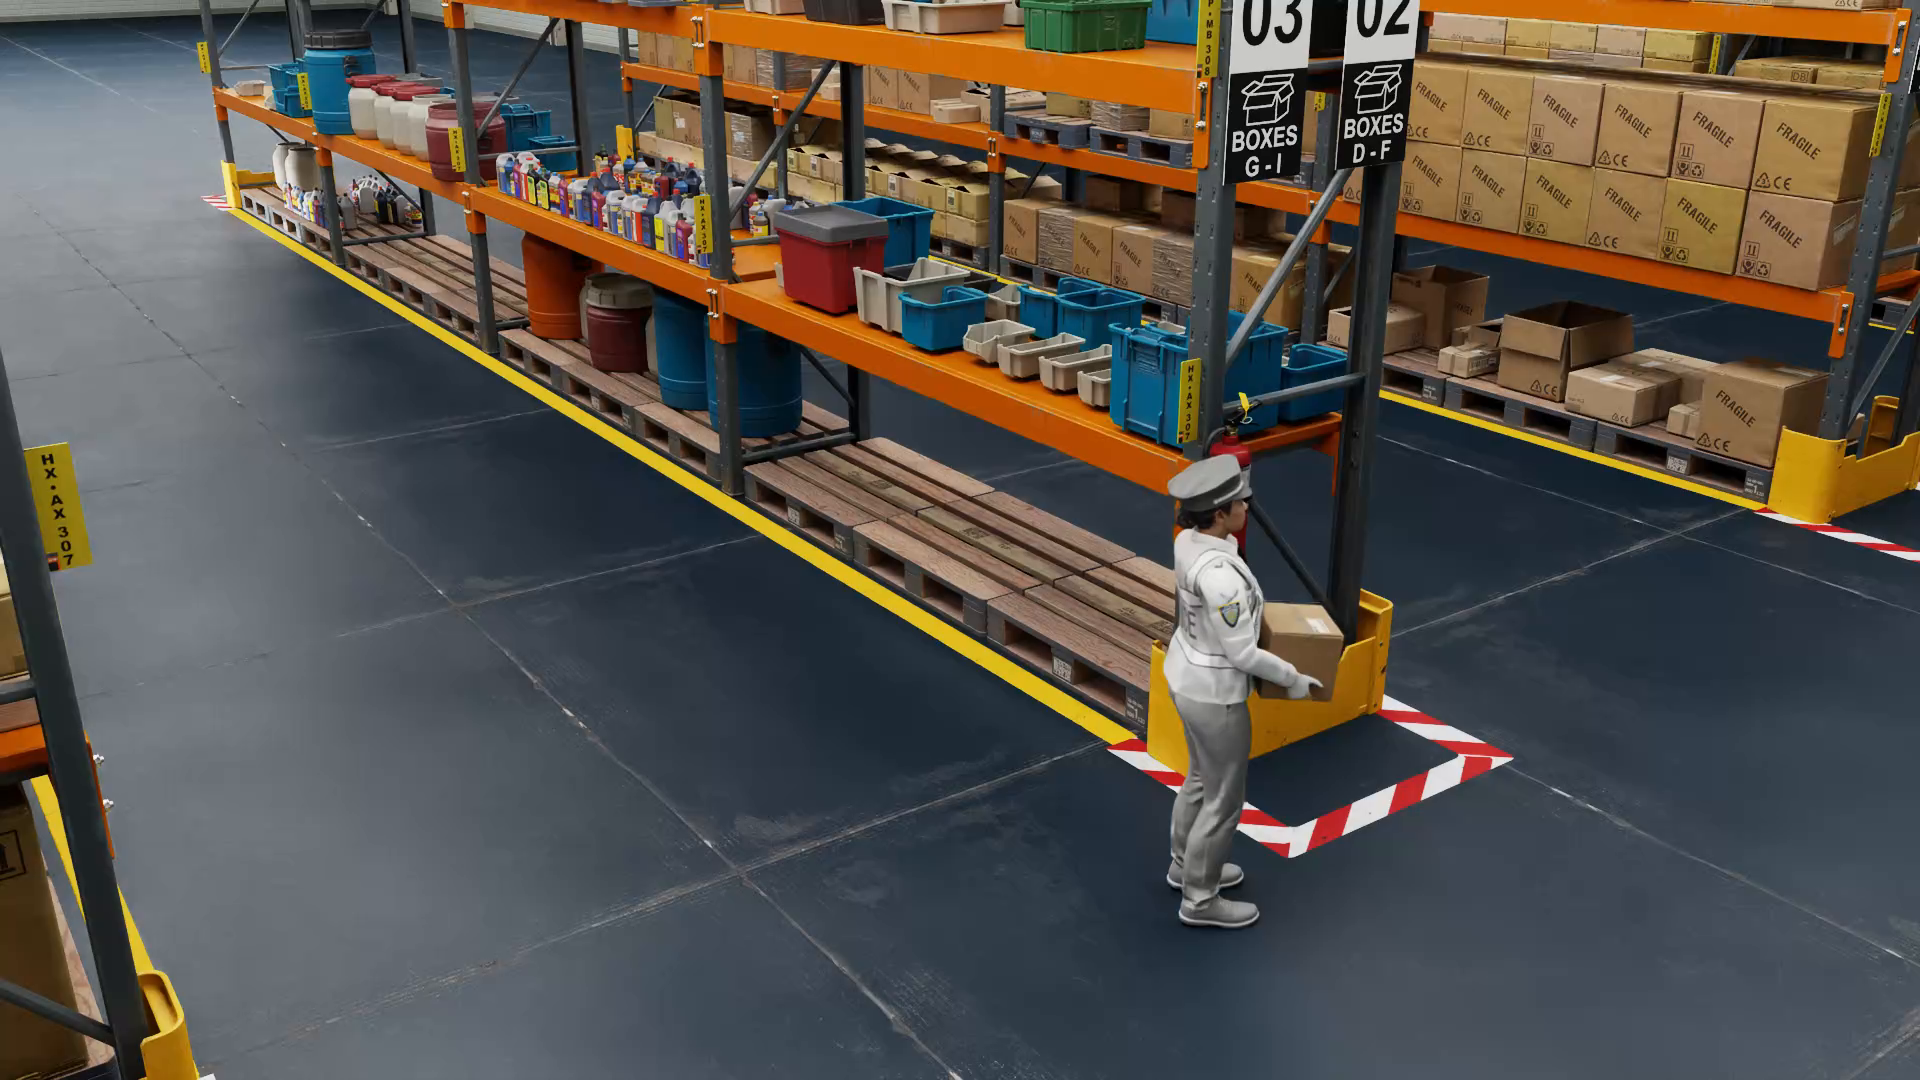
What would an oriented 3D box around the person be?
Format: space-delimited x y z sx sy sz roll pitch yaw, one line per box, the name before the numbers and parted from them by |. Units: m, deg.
person | 0.948 0.516 5.732 0.529 1.692 0.479 -2 22 -5
